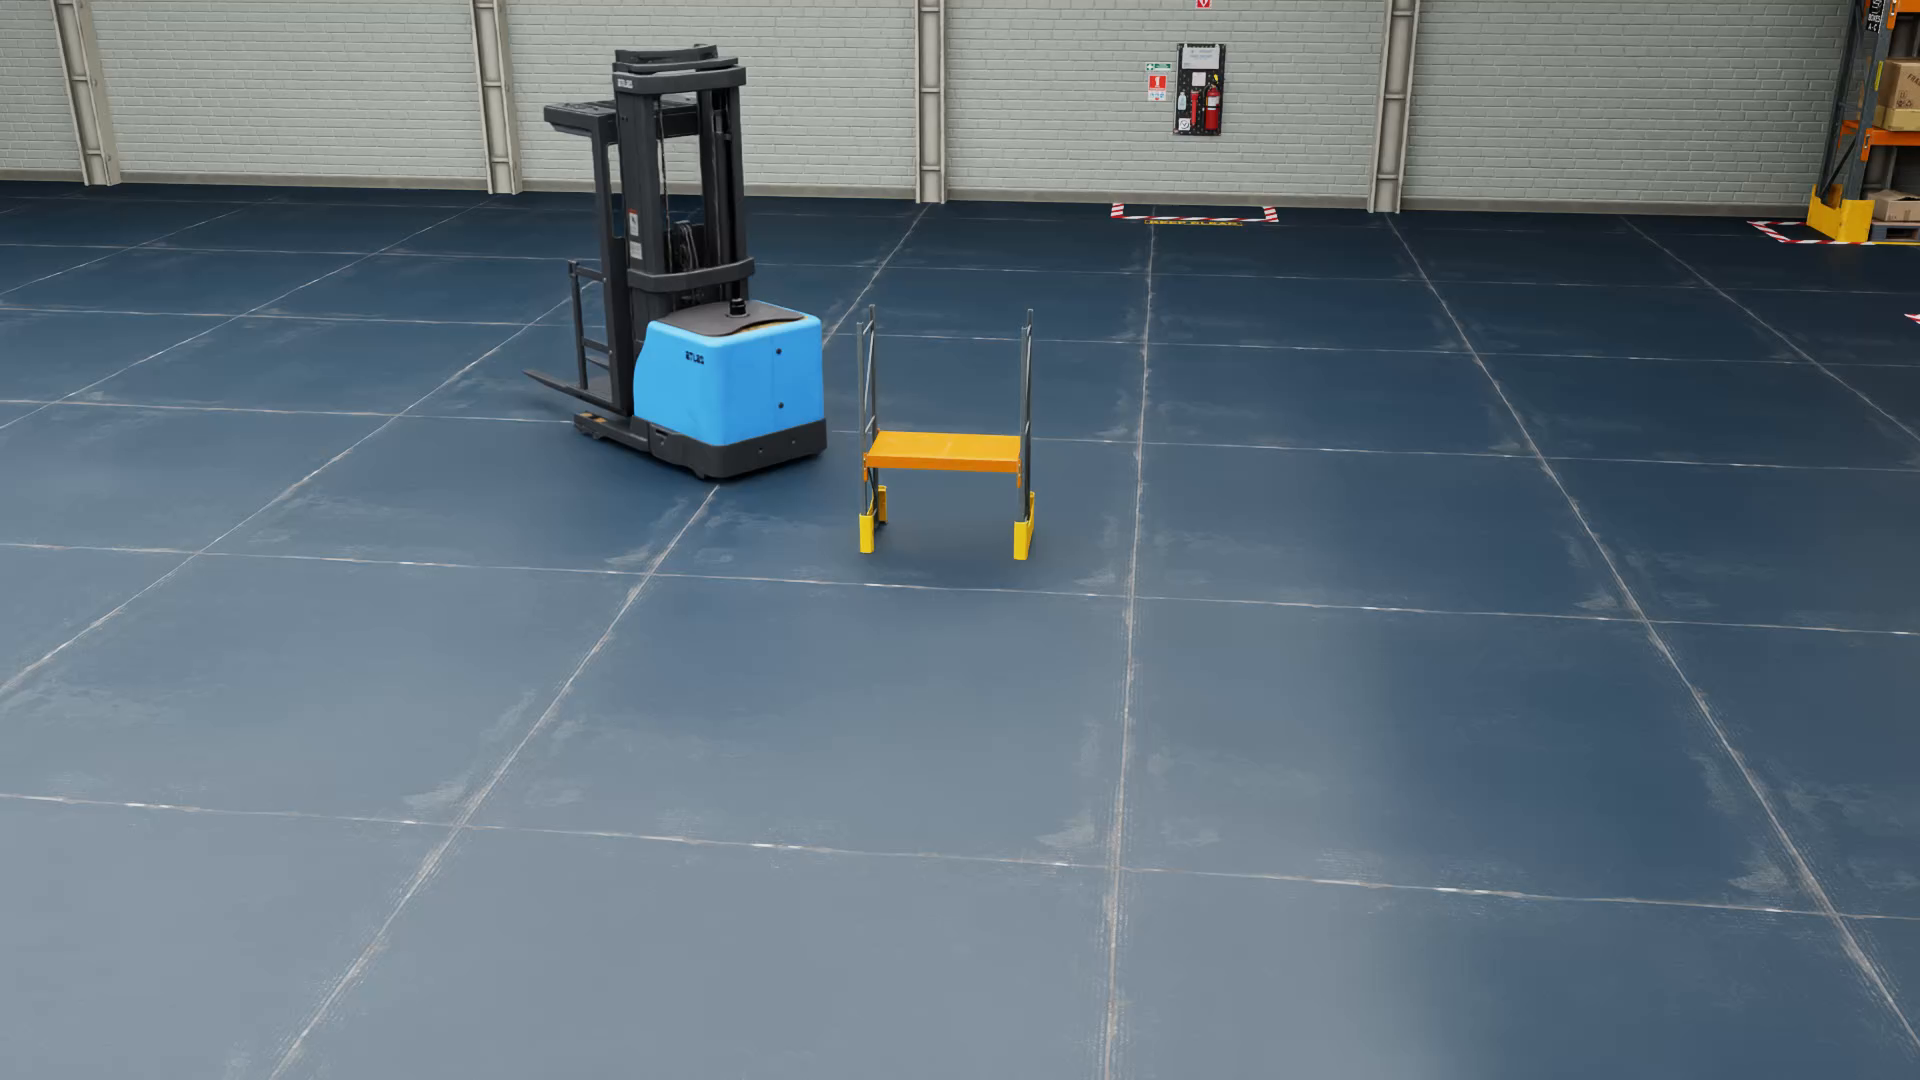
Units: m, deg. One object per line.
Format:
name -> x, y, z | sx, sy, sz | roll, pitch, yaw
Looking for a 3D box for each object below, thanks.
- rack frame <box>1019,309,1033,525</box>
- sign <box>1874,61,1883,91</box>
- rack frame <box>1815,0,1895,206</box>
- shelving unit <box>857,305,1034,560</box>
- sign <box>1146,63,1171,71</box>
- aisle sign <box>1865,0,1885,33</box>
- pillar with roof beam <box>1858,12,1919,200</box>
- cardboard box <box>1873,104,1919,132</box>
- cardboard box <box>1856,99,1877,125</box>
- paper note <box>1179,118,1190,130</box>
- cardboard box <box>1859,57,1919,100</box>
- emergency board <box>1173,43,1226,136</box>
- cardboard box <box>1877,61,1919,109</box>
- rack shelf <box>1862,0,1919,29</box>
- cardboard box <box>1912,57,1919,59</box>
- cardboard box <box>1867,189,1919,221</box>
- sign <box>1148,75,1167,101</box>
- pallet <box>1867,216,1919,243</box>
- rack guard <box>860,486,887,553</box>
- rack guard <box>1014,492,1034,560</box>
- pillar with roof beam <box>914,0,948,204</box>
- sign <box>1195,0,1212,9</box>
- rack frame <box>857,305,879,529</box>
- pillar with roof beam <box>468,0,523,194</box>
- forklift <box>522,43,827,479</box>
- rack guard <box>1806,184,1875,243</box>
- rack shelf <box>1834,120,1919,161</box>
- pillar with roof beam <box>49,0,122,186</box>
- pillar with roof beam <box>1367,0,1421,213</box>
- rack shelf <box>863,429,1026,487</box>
rack frame -> 0.420, -0.679, 10.618 | 0.032, 1.500, 0.500 | 2, 22, 6
sign -> 10.673, -5.394, 19.327 | 0.005, 0.325, 0.100 | 2, 22, 6
rack frame -> 10.737, -5.190, 19.987 | 0.127, 3.000, 1.000 | 2, 22, 6
shelving unit -> -0.076, -0.701, 10.672 | 1.083, 1.500, 0.587 | 2, 22, 6
sign -> 2.593, -6.177, 21.715 | 0.331, 0.109, 0.001 | 2, 22, 6
aisle sign -> 10.630, -6.292, 19.240 | 0.004, 0.787, 0.394 | 2, 22, 6
pillar with roof beam -> 11.027, -6.693, 15.631 | 0.400, 9.000, 9.100 | 2, 22, 6
cardboard box -> 11.184, -4.992, 19.664 | 0.500, 0.250, 0.500 | 2, 22, 5
cardboard box -> 11.224, -5.180, 20.139 | 0.500, 0.250, 0.500 | 3, 22, 7
paper note -> 2.959, -5.479, 21.917 | 0.142, 0.148, 0.016 | 2, 22, 6
cardboard box -> 11.230, -5.535, 20.018 | 0.500, 0.500, 0.500 | 2, 22, 6
emergency board -> 3.126, -5.856, 21.672 | 0.643, 1.169, 0.194 | 2, 22, 6
cardboard box -> 11.176, -5.348, 19.543 | 0.500, 0.500, 0.500 | 3, 22, 6
rack shelf -> 12.723, -6.164, 19.349 | 4.000, 0.370, 1.077 | 2, 22, 6
cardboard box -> 11.729, -5.510, 19.954 | 0.500, 0.500, 0.500 | 3, 22, 7
cardboard box -> 11.414, -4.081, 20.242 | 0.500, 0.311, 0.500 | 0, 22, 0
sign -> 2.589, -5.934, 21.821 | 0.234, 0.329, 0.001 | 2, 22, 6
pallet -> 11.615, -3.842, 20.370 | 1.213, 0.211, 1.003 | 2, 22, 6
rack guard -> -0.570, -0.141, 10.957 | 0.087, 0.250, 0.587 | 2, 22, 6
rack guard -> 0.419, -0.098, 10.848 | 0.087, 0.250, 0.587 | 2, 22, 6
pillar with roof beam -> -0.889, -7.213, 16.944 | 0.400, 9.000, 9.100 | 2, 22, 6
sign -> 3.130, -6.970, 21.338 | 0.199, 0.298, 0.001 | 2, 22, 6
rack frame -> -0.590, -0.723, 10.729 | 0.032, 1.500, 0.500 | 2, 22, 6
pillar with roof beam -> -6.847, -7.472, 17.601 | 0.400, 9.000, 9.100 | 2, 22, 6
forklift -> -2.381, -2.258, 12.665 | 1.130, 2.935, 3.031 | -19, 29, -40
rack guard -> 10.813, -4.024, 20.438 | 0.348, 0.500, 1.175 | 2, 22, 6
rack shelf -> 12.723, -4.769, 19.900 | 4.000, 0.370, 1.077 | 2, 22, 6
pillar with roof beam -> -12.806, -7.732, 18.257 | 0.400, 9.000, 9.100 | 2, 22, 6
pillar with roof beam -> 5.069, -6.953, 16.287 | 0.400, 9.000, 9.100 | 2, 22, 6
rack shelf -> -0.085, -0.534, 10.740 | 1.000, 0.185, 0.538 | 2, 22, 6
